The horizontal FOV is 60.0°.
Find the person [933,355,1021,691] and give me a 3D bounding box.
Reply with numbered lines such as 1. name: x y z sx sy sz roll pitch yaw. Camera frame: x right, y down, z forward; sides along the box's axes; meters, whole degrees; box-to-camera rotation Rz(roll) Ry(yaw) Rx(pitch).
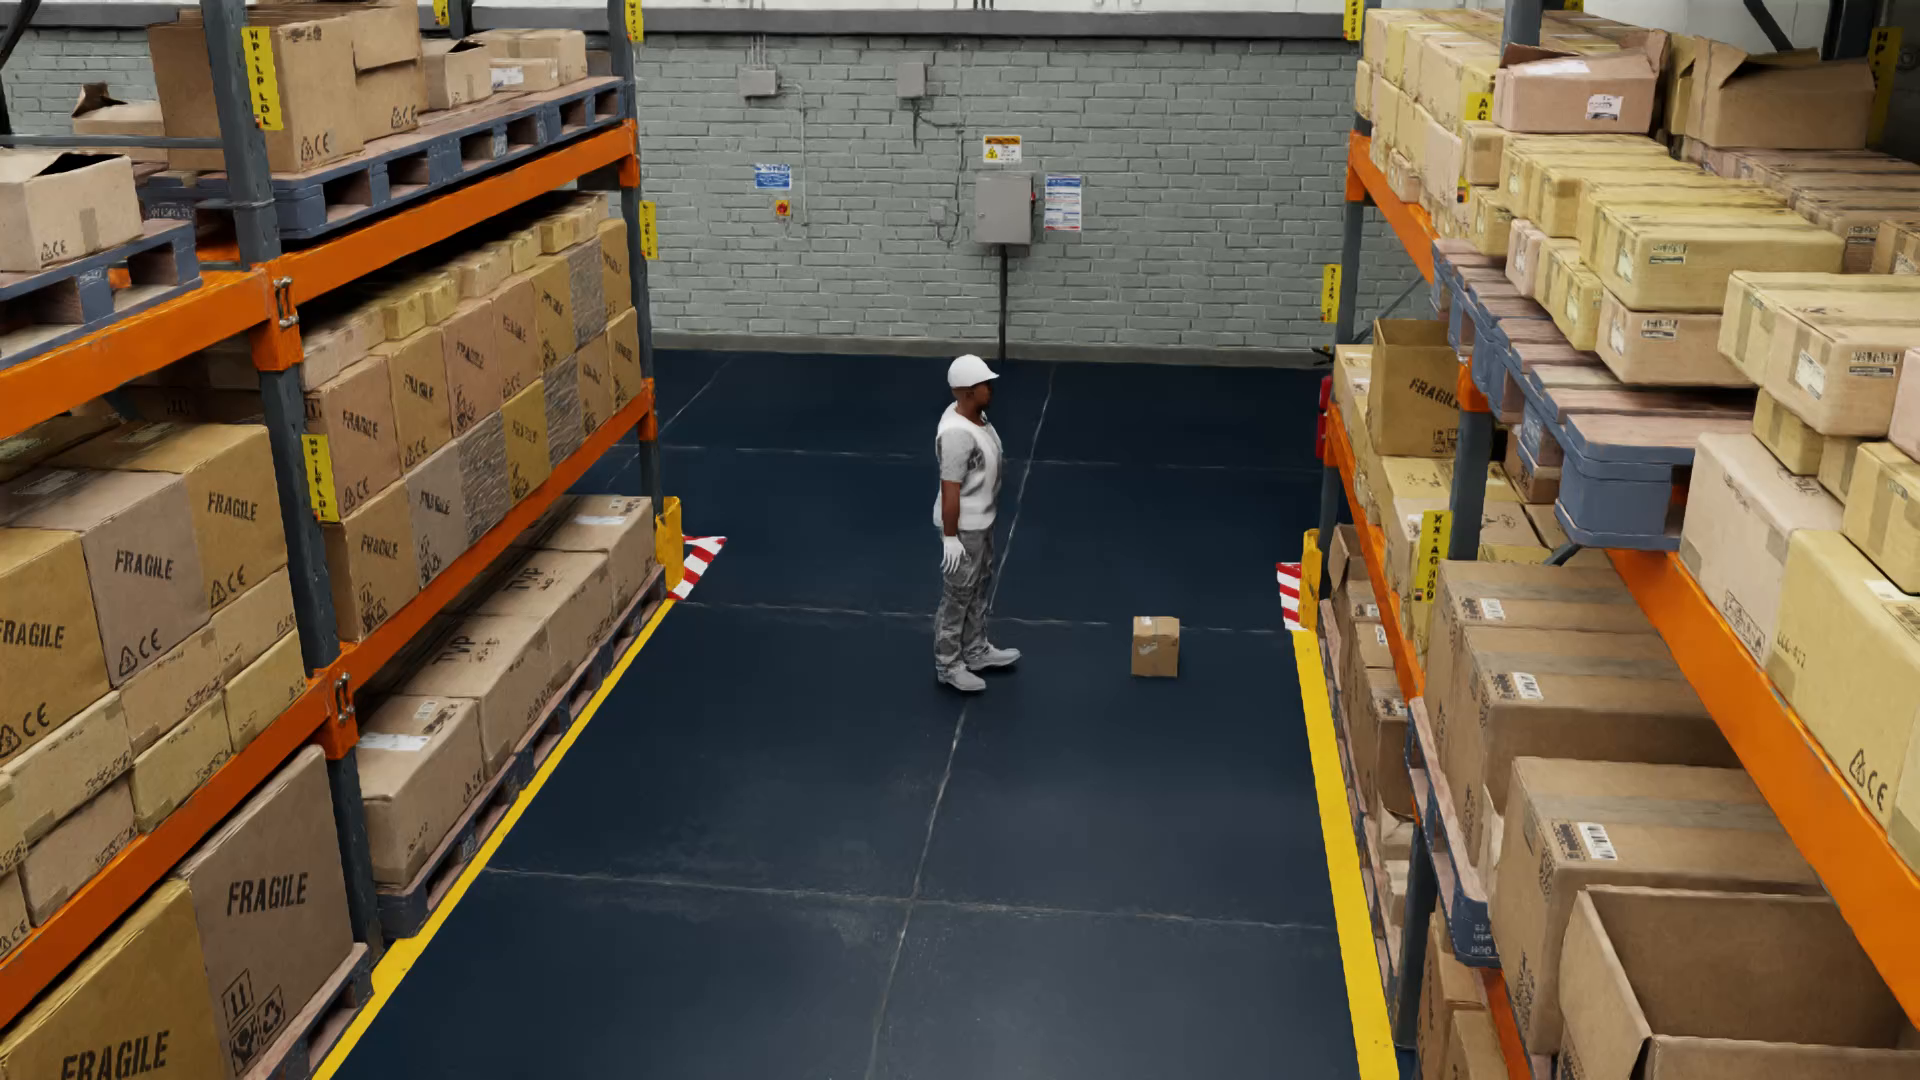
1. person: 0.082 -0.090 8.726 0.450 1.791 0.674 3 21 9
